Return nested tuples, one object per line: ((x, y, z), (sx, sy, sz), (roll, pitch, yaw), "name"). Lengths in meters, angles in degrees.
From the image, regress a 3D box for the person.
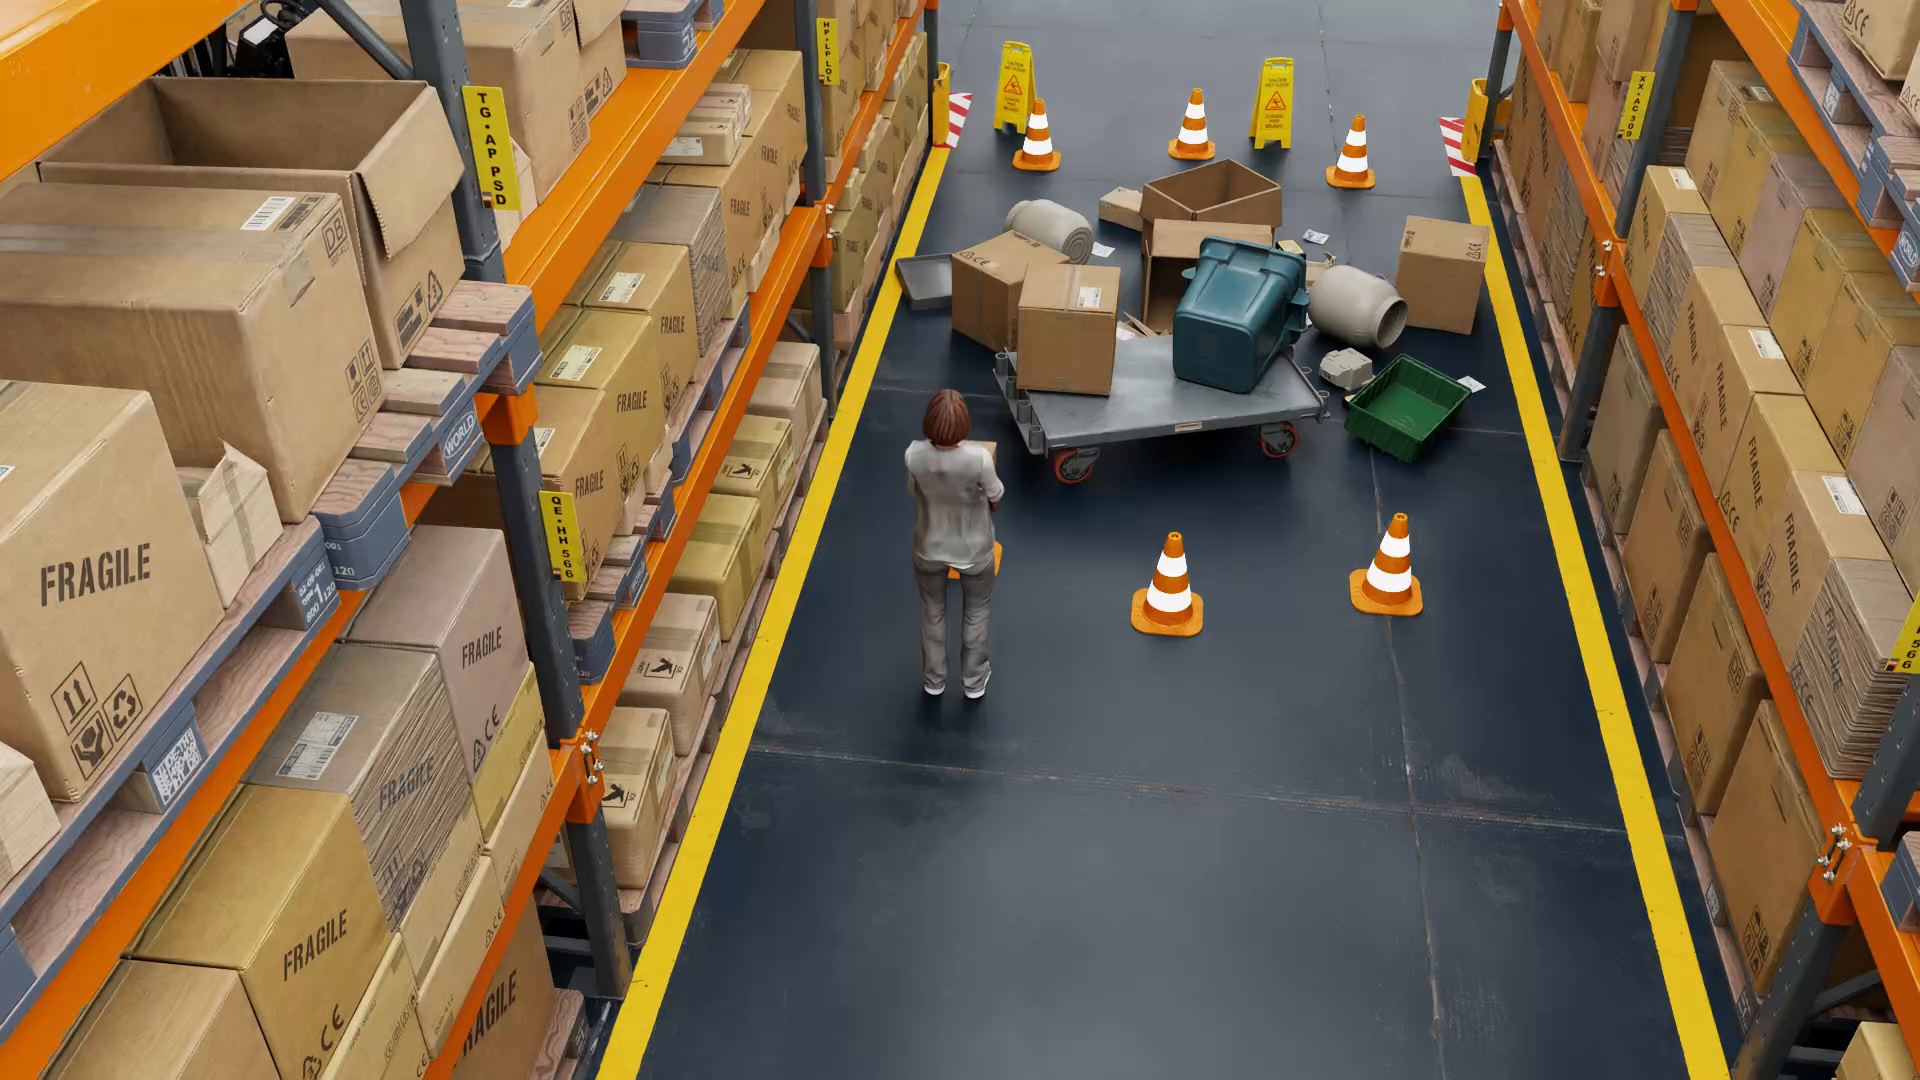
((-0.017, -0.016, 7.071), (0.404, 1.590, 0.497), (5, 37, 7), "person")
